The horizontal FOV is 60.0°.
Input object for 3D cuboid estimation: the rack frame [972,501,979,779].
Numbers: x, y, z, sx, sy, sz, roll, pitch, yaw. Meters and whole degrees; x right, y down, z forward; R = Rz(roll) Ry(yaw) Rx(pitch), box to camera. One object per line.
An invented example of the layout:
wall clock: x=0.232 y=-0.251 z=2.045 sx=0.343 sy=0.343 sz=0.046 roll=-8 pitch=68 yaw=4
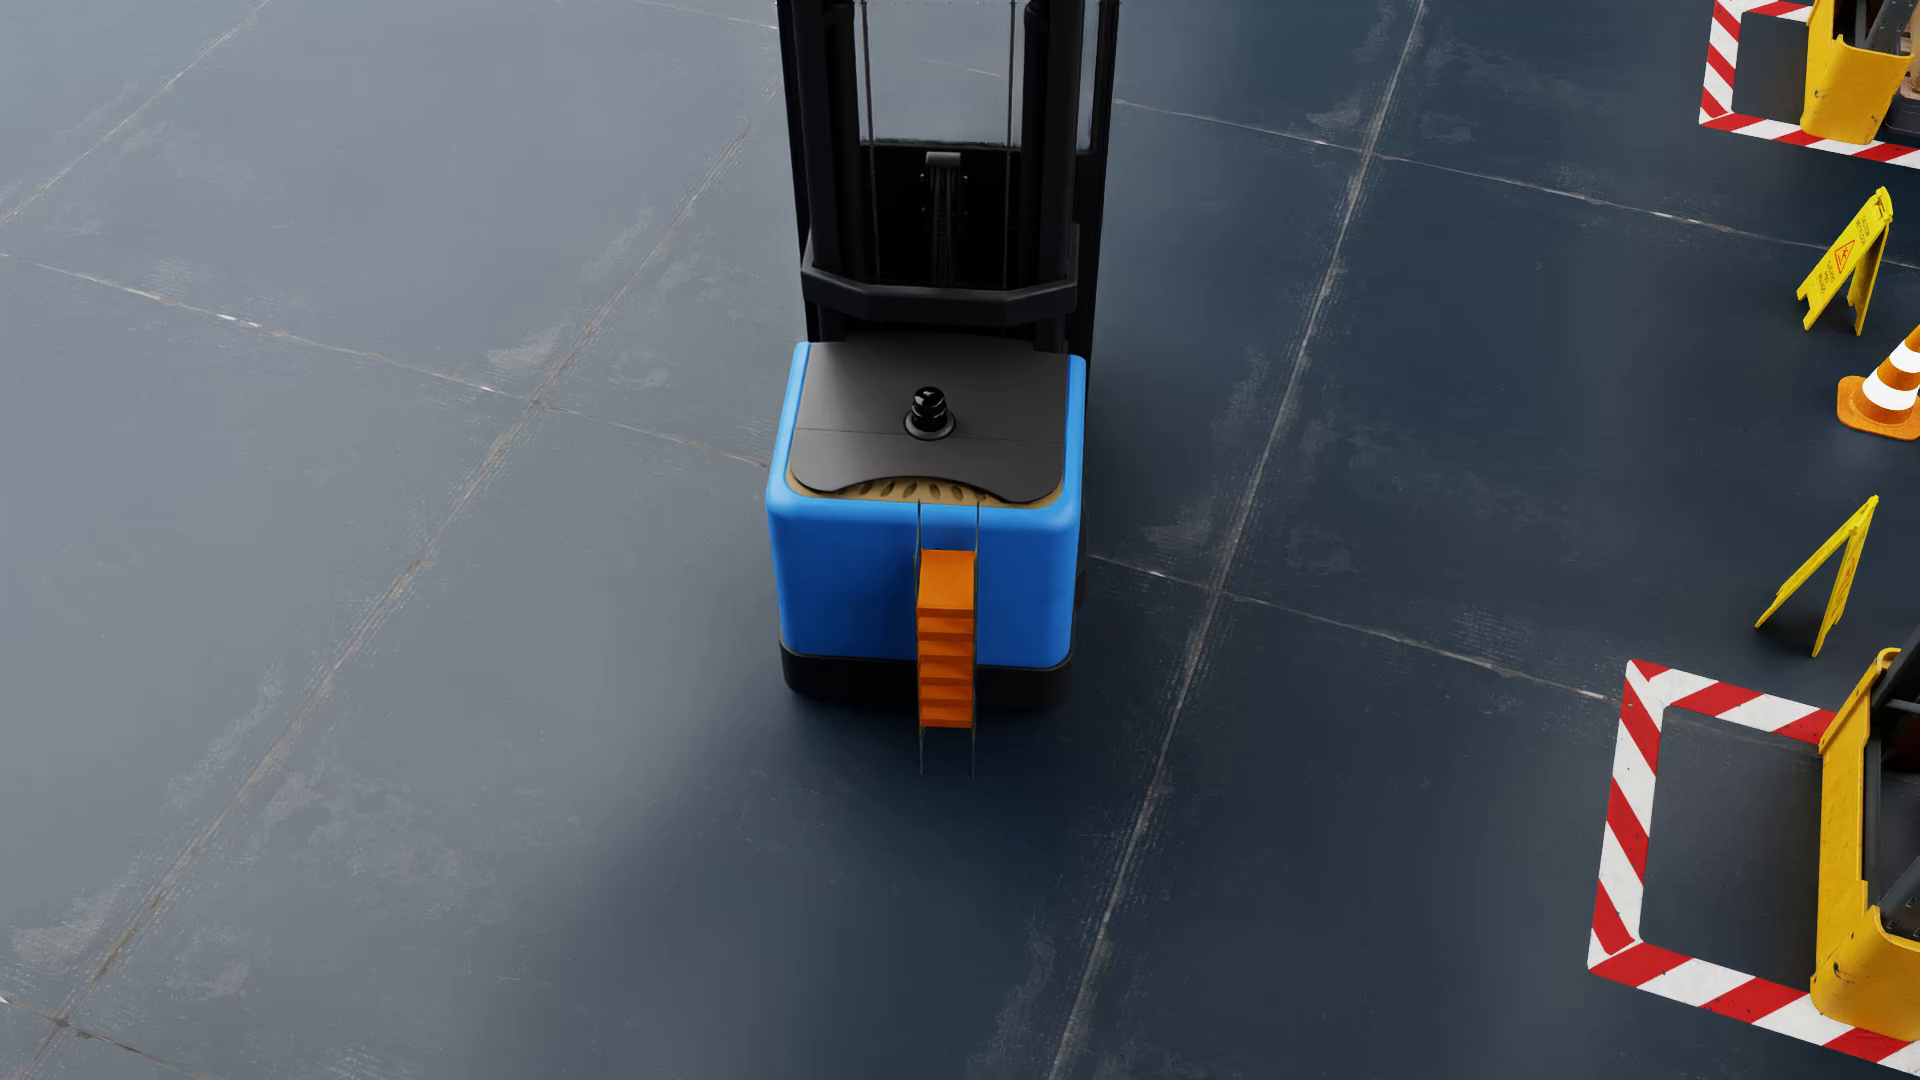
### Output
rack frame: x=0.050 y=0.363 z=5.508 sx=0.006 sy=1.200 sz=0.240 roll=2 pitch=49 yaw=2

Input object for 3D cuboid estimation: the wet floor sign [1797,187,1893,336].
wet floor sign: x=3.914 y=-1.232 z=7.257 sx=0.232 sy=0.644 sz=0.267 roll=8 pitch=50 yaw=7

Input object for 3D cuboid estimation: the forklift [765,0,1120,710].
forklift: x=-0.020 y=-1.463 z=5.945 sx=1.130 sy=2.935 sz=3.031 roll=3 pitch=49 yaw=3

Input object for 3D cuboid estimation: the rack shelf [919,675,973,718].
rack shelf: x=-0.041 y=0.467 z=5.636 sx=0.180 sy=0.103 sz=0.258 roll=2 pitch=49 yaw=2

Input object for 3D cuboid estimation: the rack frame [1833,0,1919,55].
rack frame: x=4.627 y=-3.399 z=7.578 sx=0.127 sy=3.000 sz=1.000 roll=16 pitch=51 yaw=13

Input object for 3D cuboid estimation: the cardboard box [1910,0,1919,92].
cardboard box: x=5.286 y=-2.710 z=8.108 sx=0.875 sy=0.875 sz=0.875 roll=16 pitch=51 yaw=13

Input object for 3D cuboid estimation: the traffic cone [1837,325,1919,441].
traffic cone: x=3.923 y=-0.711 z=6.926 sx=0.334 sy=0.463 sz=0.336 roll=16 pitch=51 yaw=13

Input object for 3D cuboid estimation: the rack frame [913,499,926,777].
rack frame: x=-0.133 y=0.356 z=5.514 sx=0.006 sy=1.200 sz=0.240 roll=2 pitch=49 yaw=2

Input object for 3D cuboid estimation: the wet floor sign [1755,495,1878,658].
wet floor sign: x=3.199 y=0.099 z=6.104 sx=0.232 sy=0.644 sz=0.267 roll=33 pitch=57 yaw=25

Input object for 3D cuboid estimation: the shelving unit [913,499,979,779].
shelving unit: x=-0.041 y=0.359 z=5.511 sx=0.189 sy=1.200 sz=0.258 roll=2 pitch=49 yaw=2

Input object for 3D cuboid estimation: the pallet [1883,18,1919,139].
pallet: x=5.404 y=-2.332 z=8.498 sx=1.213 sy=0.211 sz=1.003 roll=16 pitch=51 yaw=13

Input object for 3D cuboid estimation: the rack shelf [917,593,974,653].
rack shelf: x=-0.041 y=0.231 z=5.363 sx=0.180 sy=0.103 sz=0.258 roll=2 pitch=49 yaw=2

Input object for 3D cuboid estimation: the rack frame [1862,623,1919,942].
rack frame: x=3.007 y=0.136 z=4.514 sx=0.127 sy=3.000 sz=1.000 roll=16 pitch=51 yaw=13

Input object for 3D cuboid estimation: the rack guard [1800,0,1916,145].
rack guard: x=4.605 y=-2.587 z=8.528 sx=0.348 sy=0.500 sz=1.175 roll=16 pitch=51 yaw=13

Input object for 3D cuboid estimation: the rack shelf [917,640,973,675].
rack shelf: x=-0.041 y=0.310 z=5.454 sx=0.180 sy=0.103 sz=0.258 roll=2 pitch=49 yaw=2

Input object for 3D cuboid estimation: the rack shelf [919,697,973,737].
rack shelf: x=-0.041 y=0.546 z=5.726 sx=0.180 sy=0.103 sz=0.258 roll=2 pitch=49 yaw=2

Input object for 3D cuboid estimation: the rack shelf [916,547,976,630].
rack shelf: x=-0.041 y=0.153 z=5.273 sx=0.180 sy=0.103 sz=0.258 roll=2 pitch=49 yaw=2

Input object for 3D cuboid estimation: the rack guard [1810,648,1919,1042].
rack guard: x=3.078 y=0.975 z=5.441 sx=0.348 sy=0.500 sz=1.175 roll=16 pitch=51 yaw=13

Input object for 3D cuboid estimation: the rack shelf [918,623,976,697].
rack shelf: x=-0.041 y=0.388 z=5.545 sx=0.180 sy=0.103 sz=0.258 roll=2 pitch=49 yaw=2
